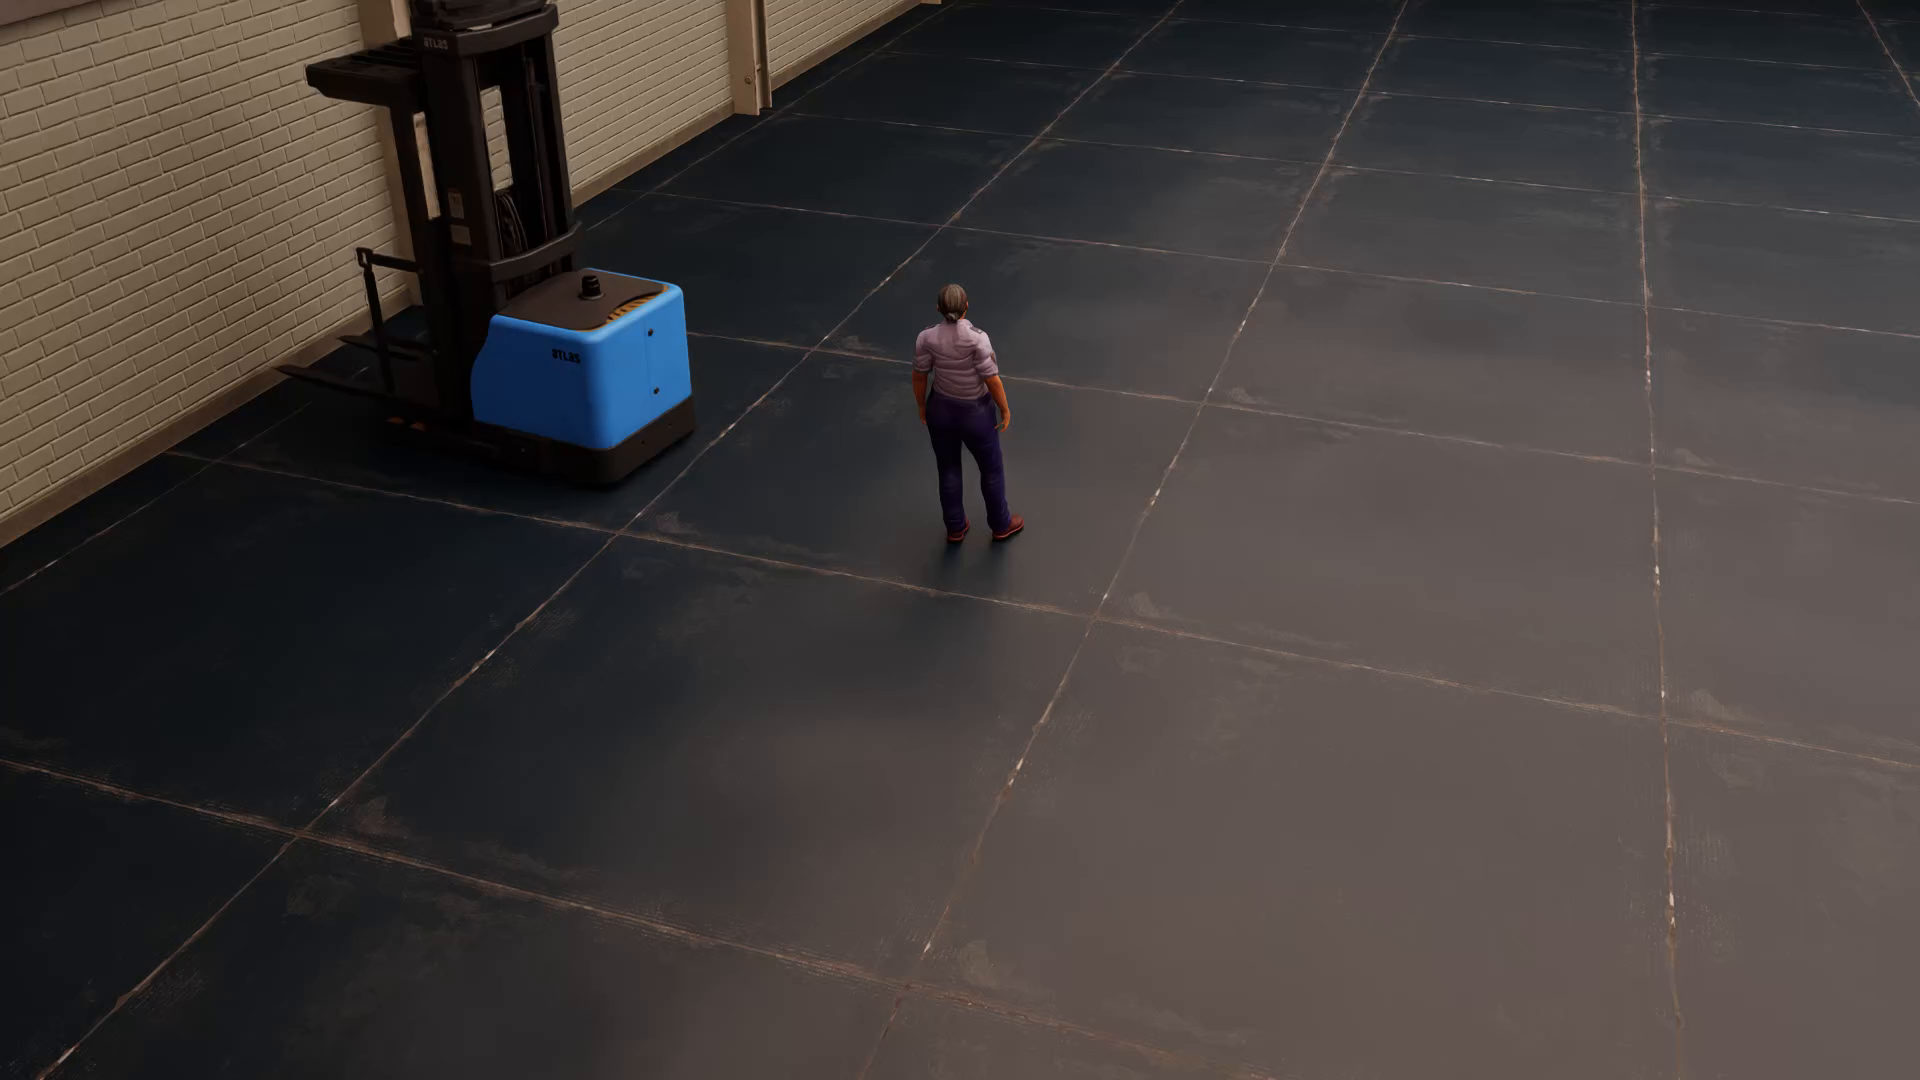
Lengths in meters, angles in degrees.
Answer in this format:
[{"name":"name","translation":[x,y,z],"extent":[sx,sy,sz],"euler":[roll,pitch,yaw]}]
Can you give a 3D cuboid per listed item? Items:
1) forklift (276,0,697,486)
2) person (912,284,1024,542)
[{"name":"forklift","translation":[-3.347,-2.114,10.845],"extent":[3.031,2.935,1.130],"euler":[14,32,23]},{"name":"person","translation":[0.050,-0.760,9.751],"extent":[0.599,1.650,0.503],"euler":[10,31,16]}]
